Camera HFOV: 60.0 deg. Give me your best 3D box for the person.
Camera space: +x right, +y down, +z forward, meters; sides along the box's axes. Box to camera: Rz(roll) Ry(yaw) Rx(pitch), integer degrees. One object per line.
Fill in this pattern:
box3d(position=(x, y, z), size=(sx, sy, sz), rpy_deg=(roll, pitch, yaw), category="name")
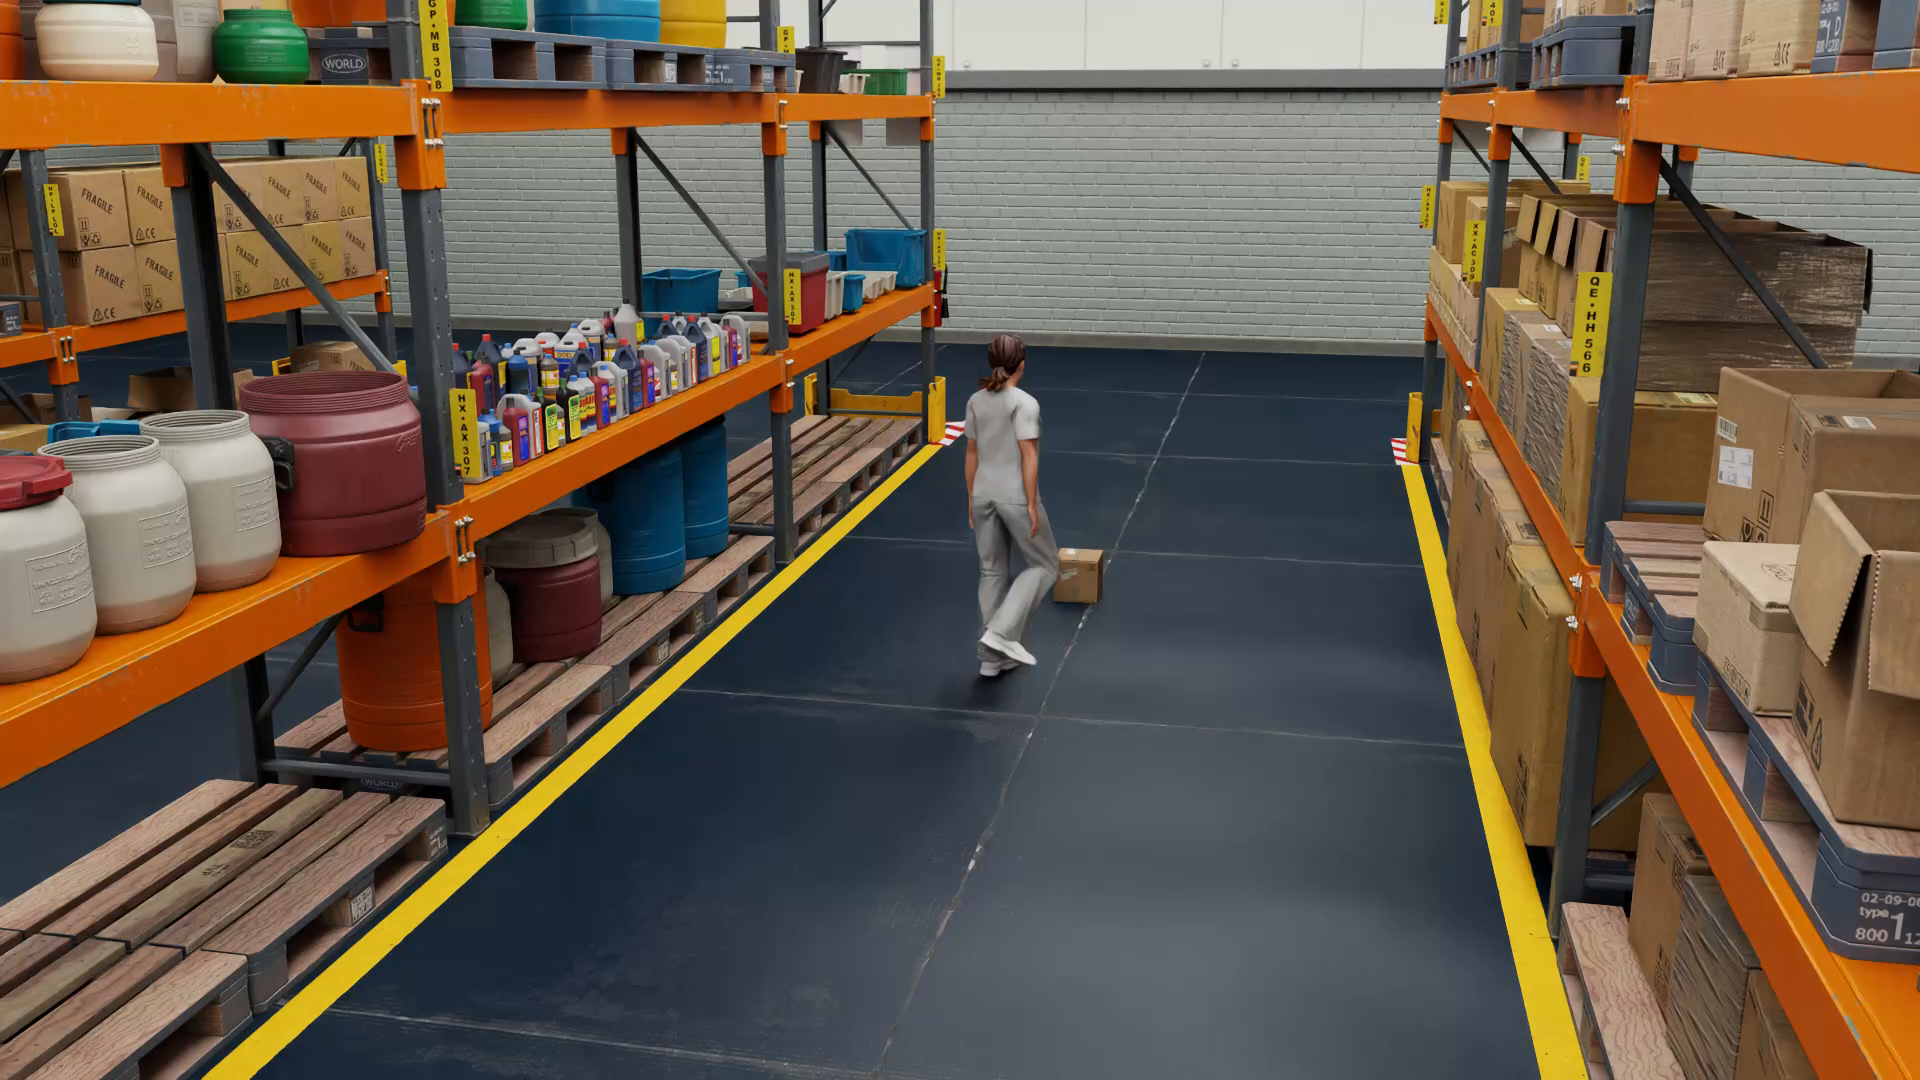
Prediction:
box3d(position=(0.196, -0.156, 8.077), size=(0.502, 1.663, 0.485), rpy_deg=(11, 18, 35), category="person")
